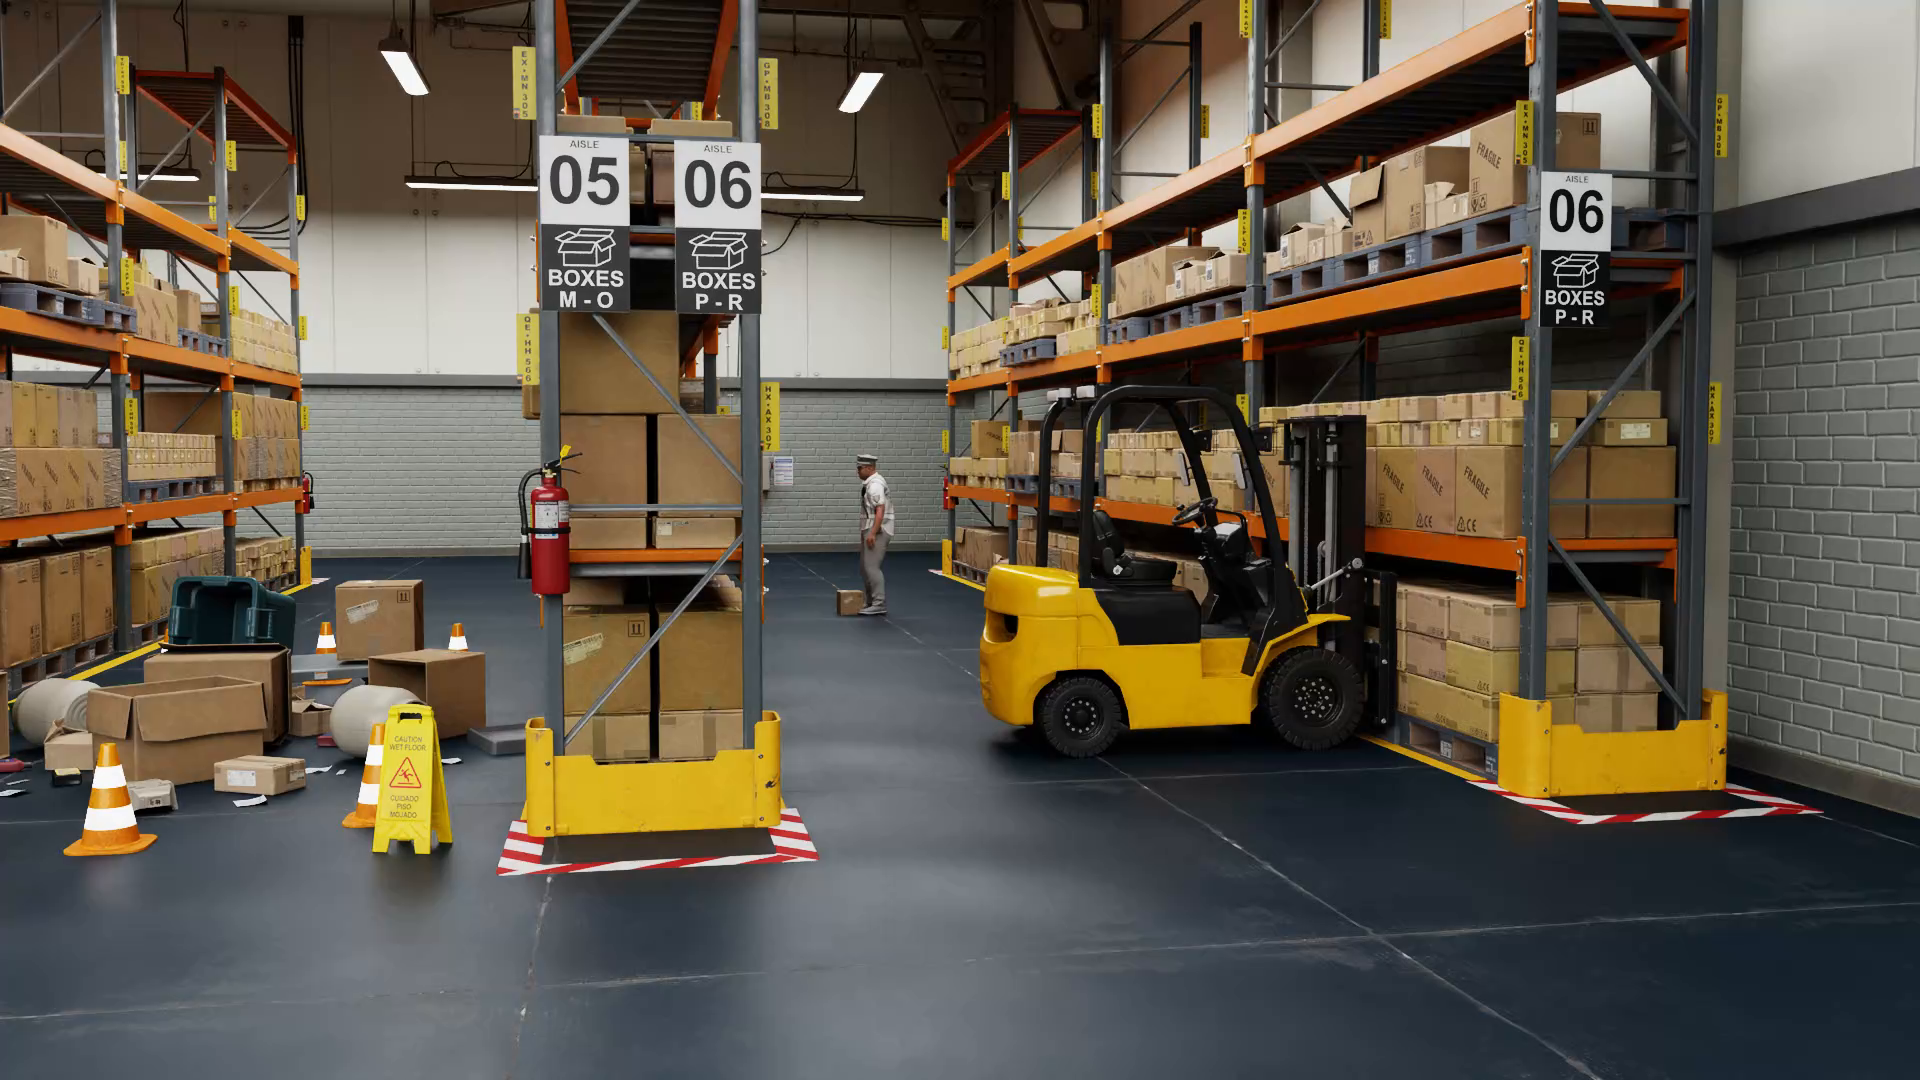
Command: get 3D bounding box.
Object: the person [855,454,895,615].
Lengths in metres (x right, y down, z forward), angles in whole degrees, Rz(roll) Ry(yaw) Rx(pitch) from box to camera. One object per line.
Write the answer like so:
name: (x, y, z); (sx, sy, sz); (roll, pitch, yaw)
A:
person: (-0.945, -0.067, 18.290); (0.435, 1.749, 0.585); (-1, 3, -11)
